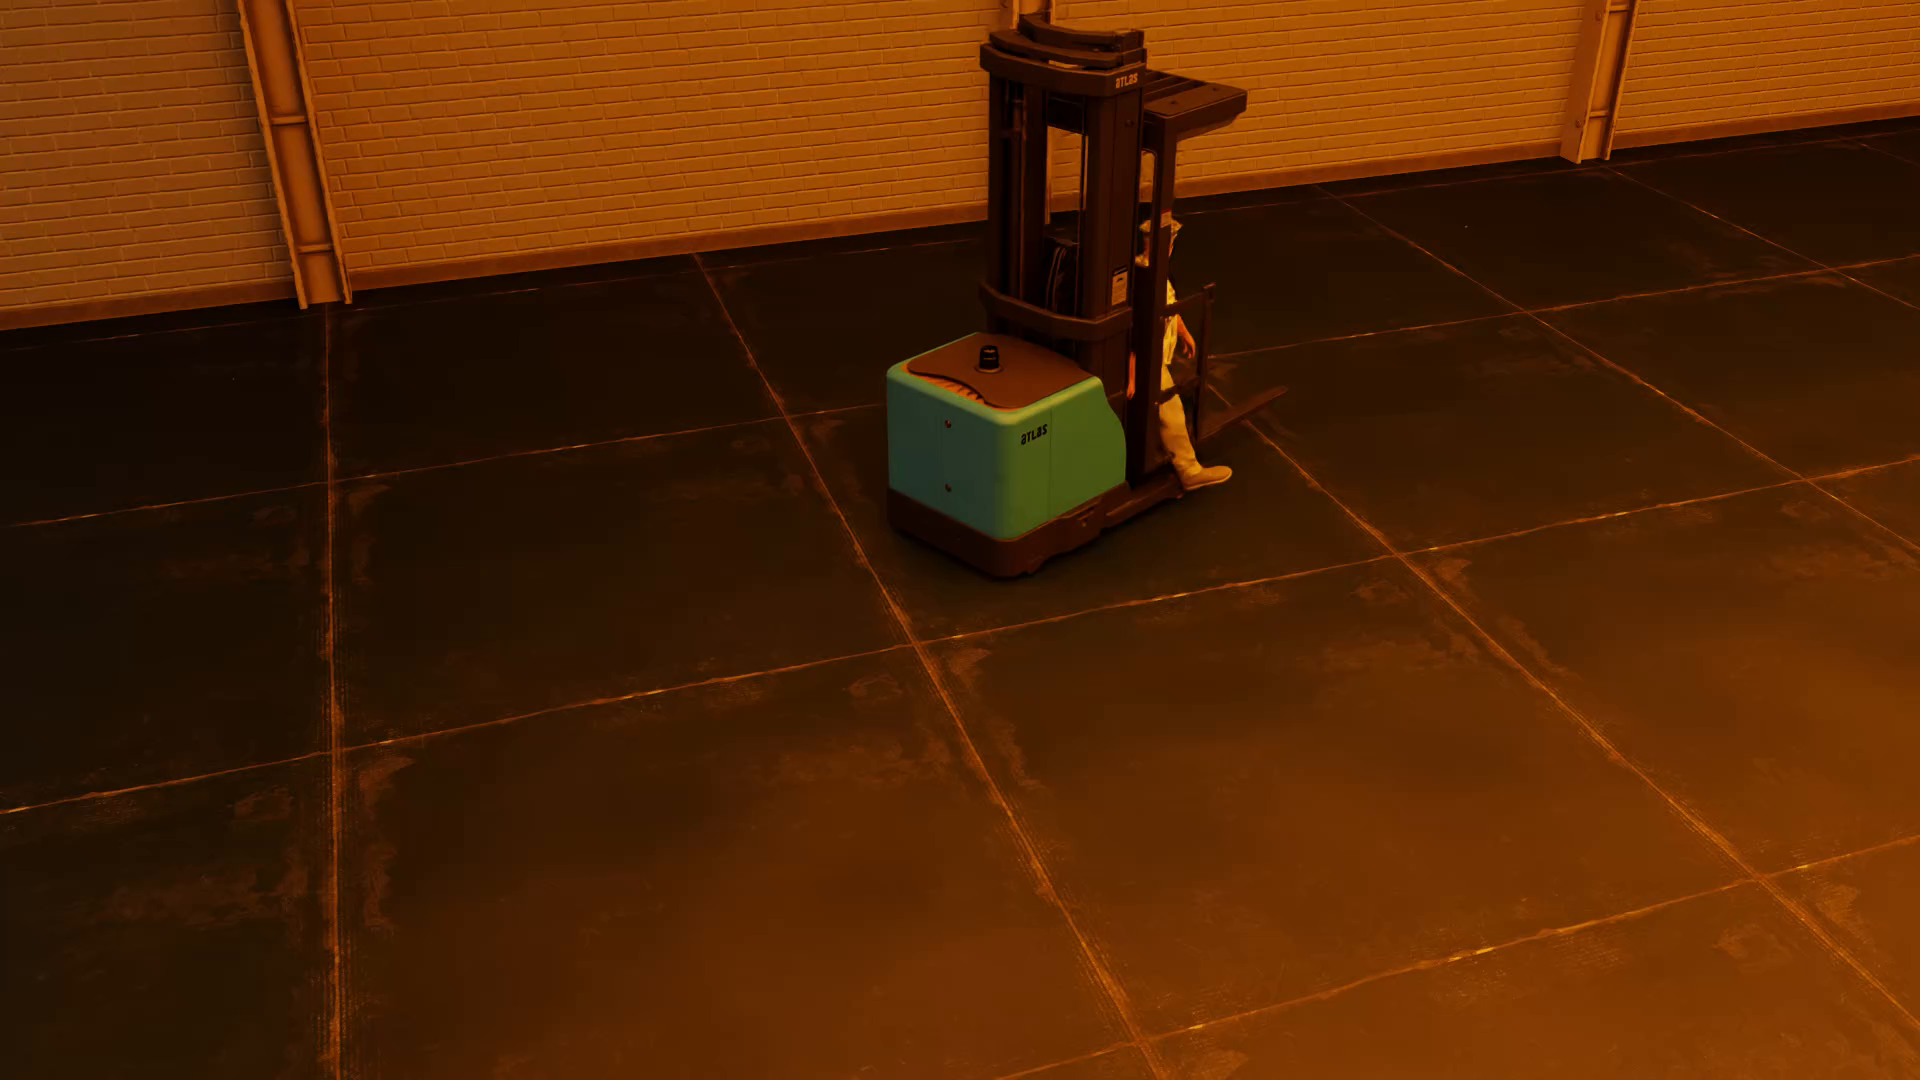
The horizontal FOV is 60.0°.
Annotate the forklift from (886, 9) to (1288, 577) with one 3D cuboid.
[{"bbox_3d":[0.950,-1.693,10.030,1.130,2.935,3.031,26,39,38],"label":"forklift"}]

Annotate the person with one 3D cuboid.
[{"bbox_3d":[1.235,-1.098,10.117,0.935,1.691,0.709,2,30,4],"label":"person"}]
